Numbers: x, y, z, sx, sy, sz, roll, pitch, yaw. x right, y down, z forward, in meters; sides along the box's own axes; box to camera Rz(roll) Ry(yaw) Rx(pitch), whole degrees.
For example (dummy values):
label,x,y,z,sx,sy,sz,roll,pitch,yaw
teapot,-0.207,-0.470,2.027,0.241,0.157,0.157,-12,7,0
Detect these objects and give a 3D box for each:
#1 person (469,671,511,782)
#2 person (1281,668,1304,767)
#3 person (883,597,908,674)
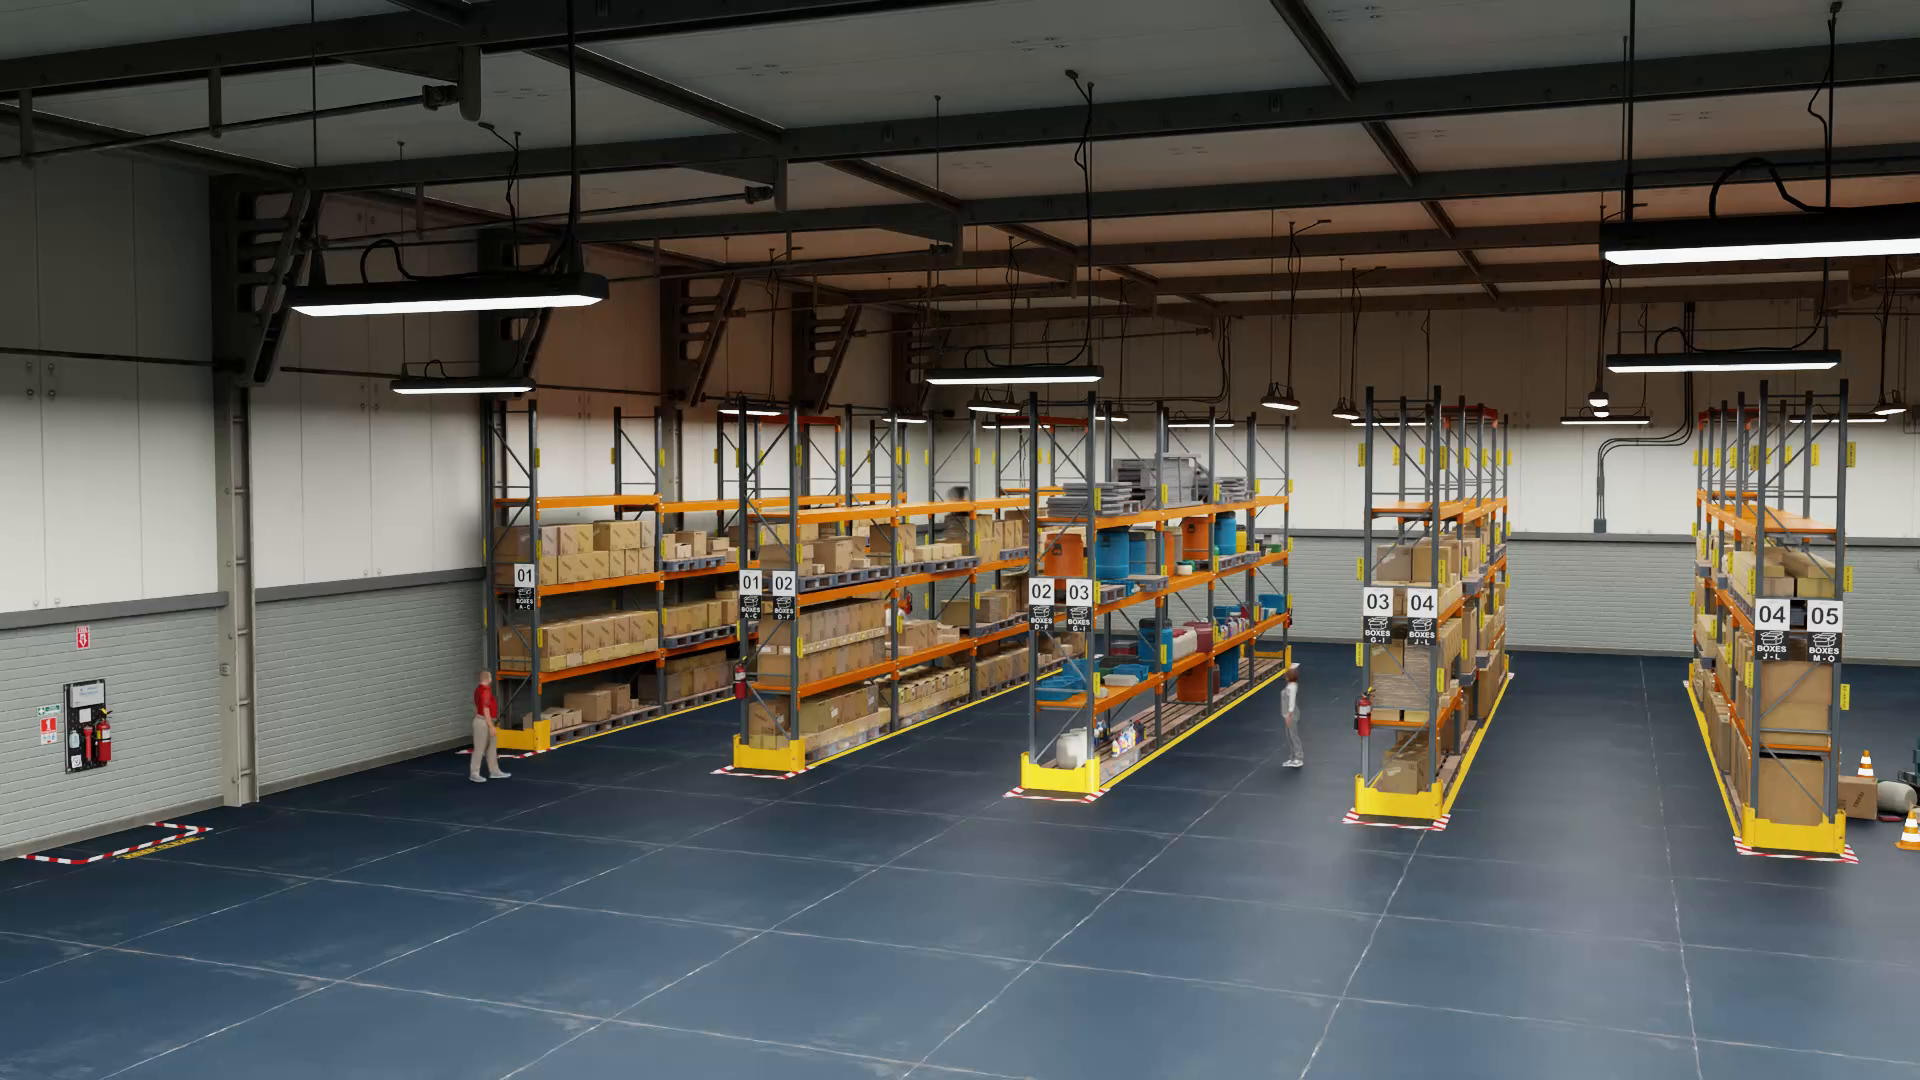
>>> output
label,x,y,z,sx,sy,sz,roll,pitch,yaw
person,-7.302,2.874,25.745,0.603,1.713,0.598,0,3,-7
person,5.387,2.880,26.937,0.372,1.619,0.470,0,3,4
person,-1.593,2.185,38.664,0.719,1.742,0.995,1,3,19
